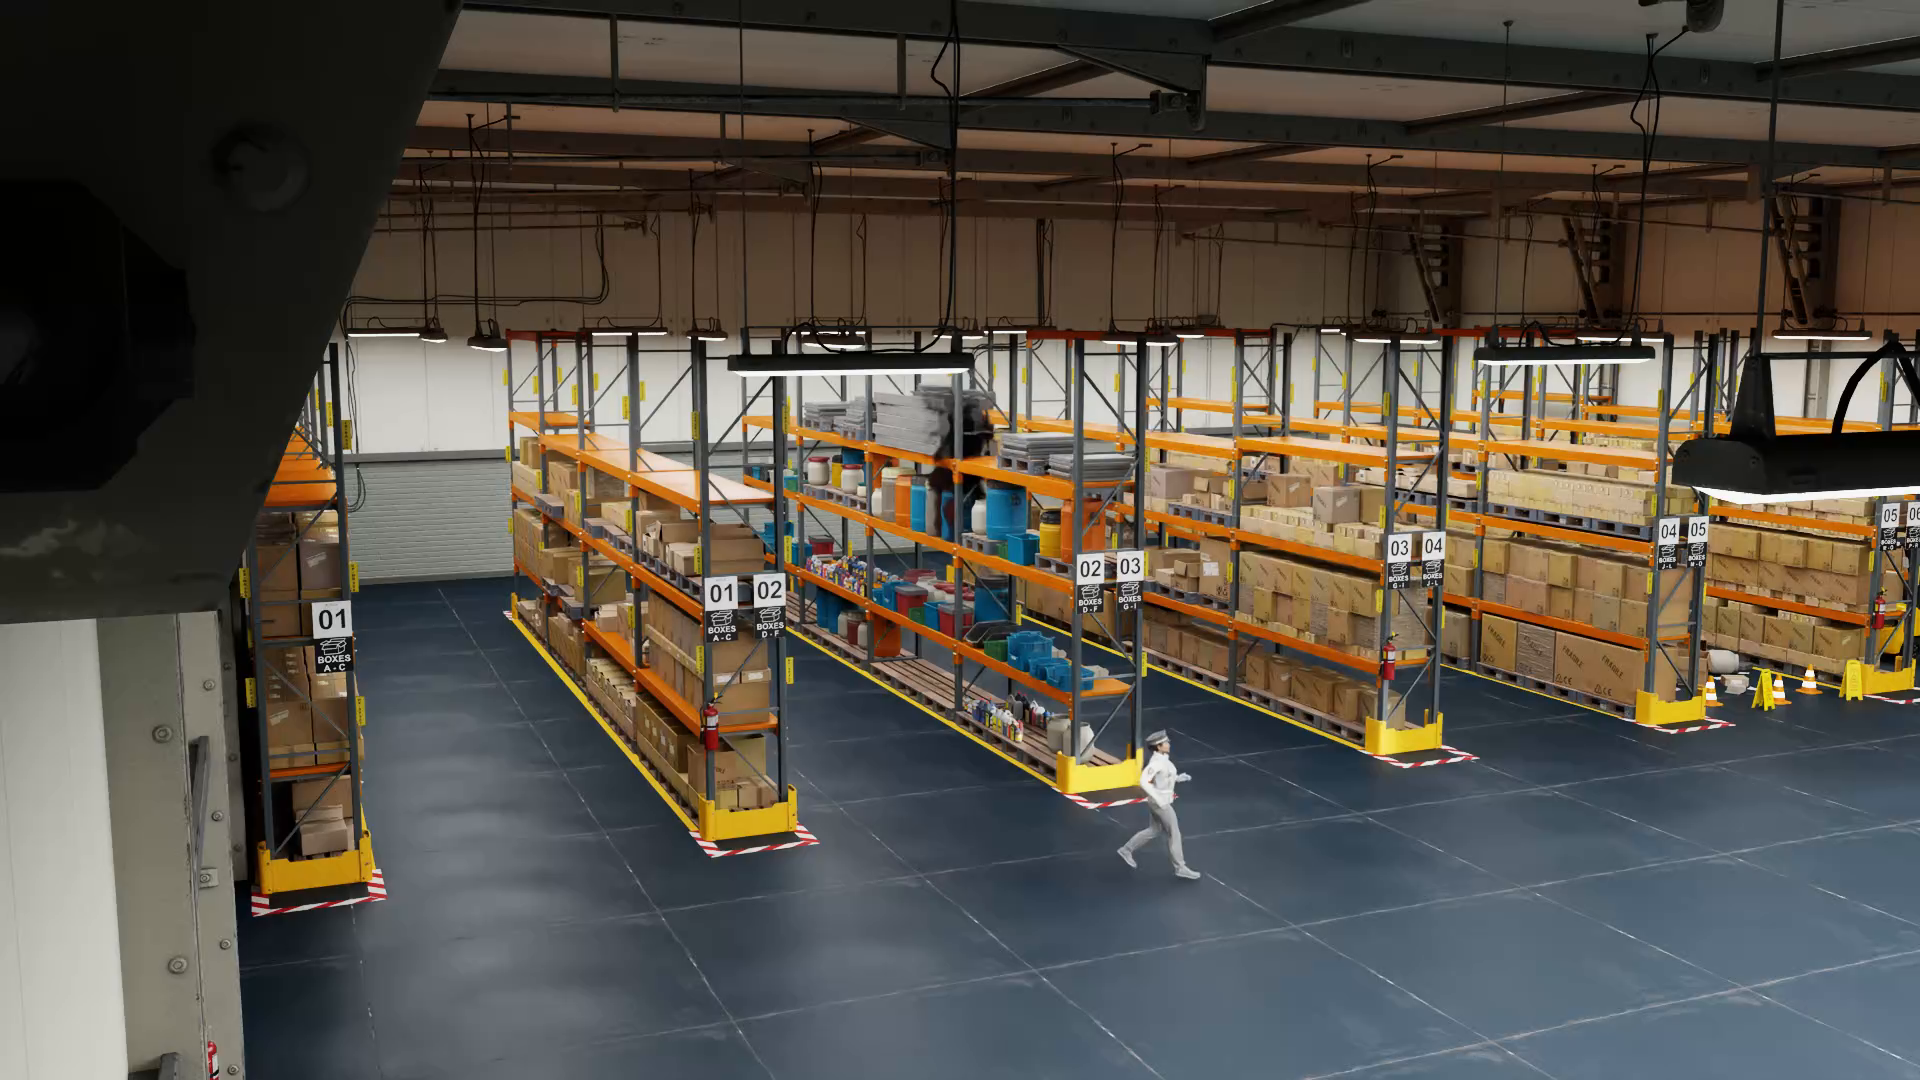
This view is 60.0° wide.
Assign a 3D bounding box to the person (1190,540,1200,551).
[{"bbox_3d":[5.898,-0.155,41.462,0.537,1.705,0.695,6,10,38],"label":"person"}]

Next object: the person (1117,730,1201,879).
[{"bbox_3d":[2.251,2.949,18.652,0.915,1.673,0.613,1,8,6],"label":"person"}]
